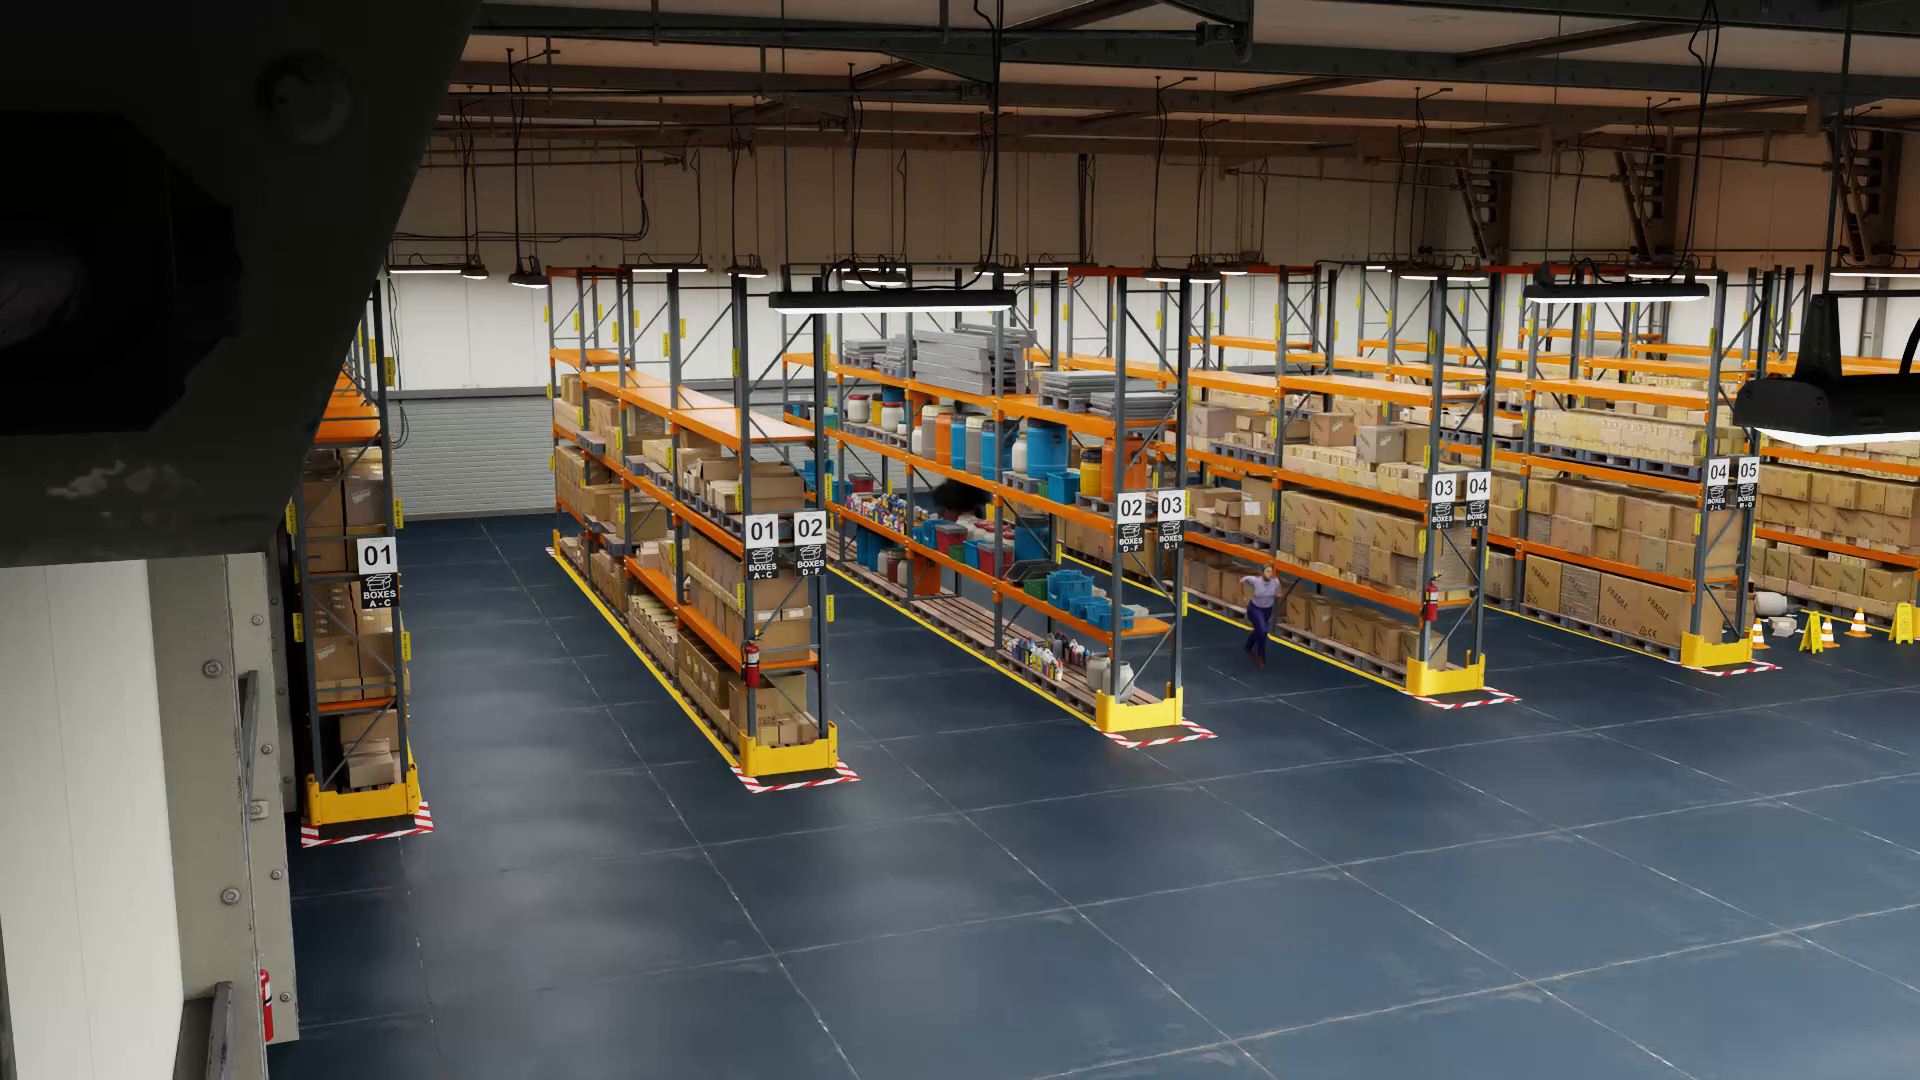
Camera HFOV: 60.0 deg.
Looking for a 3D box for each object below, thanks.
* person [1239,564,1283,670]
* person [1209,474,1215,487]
[{"bbox_3d":[4.596,1.134,25.562,0.597,1.644,0.911,-4,11,-22],"label":"person"},{"bbox_3d":[6.340,-1.791,41.982,0.587,1.722,0.703,-6,12,-32],"label":"person"}]
